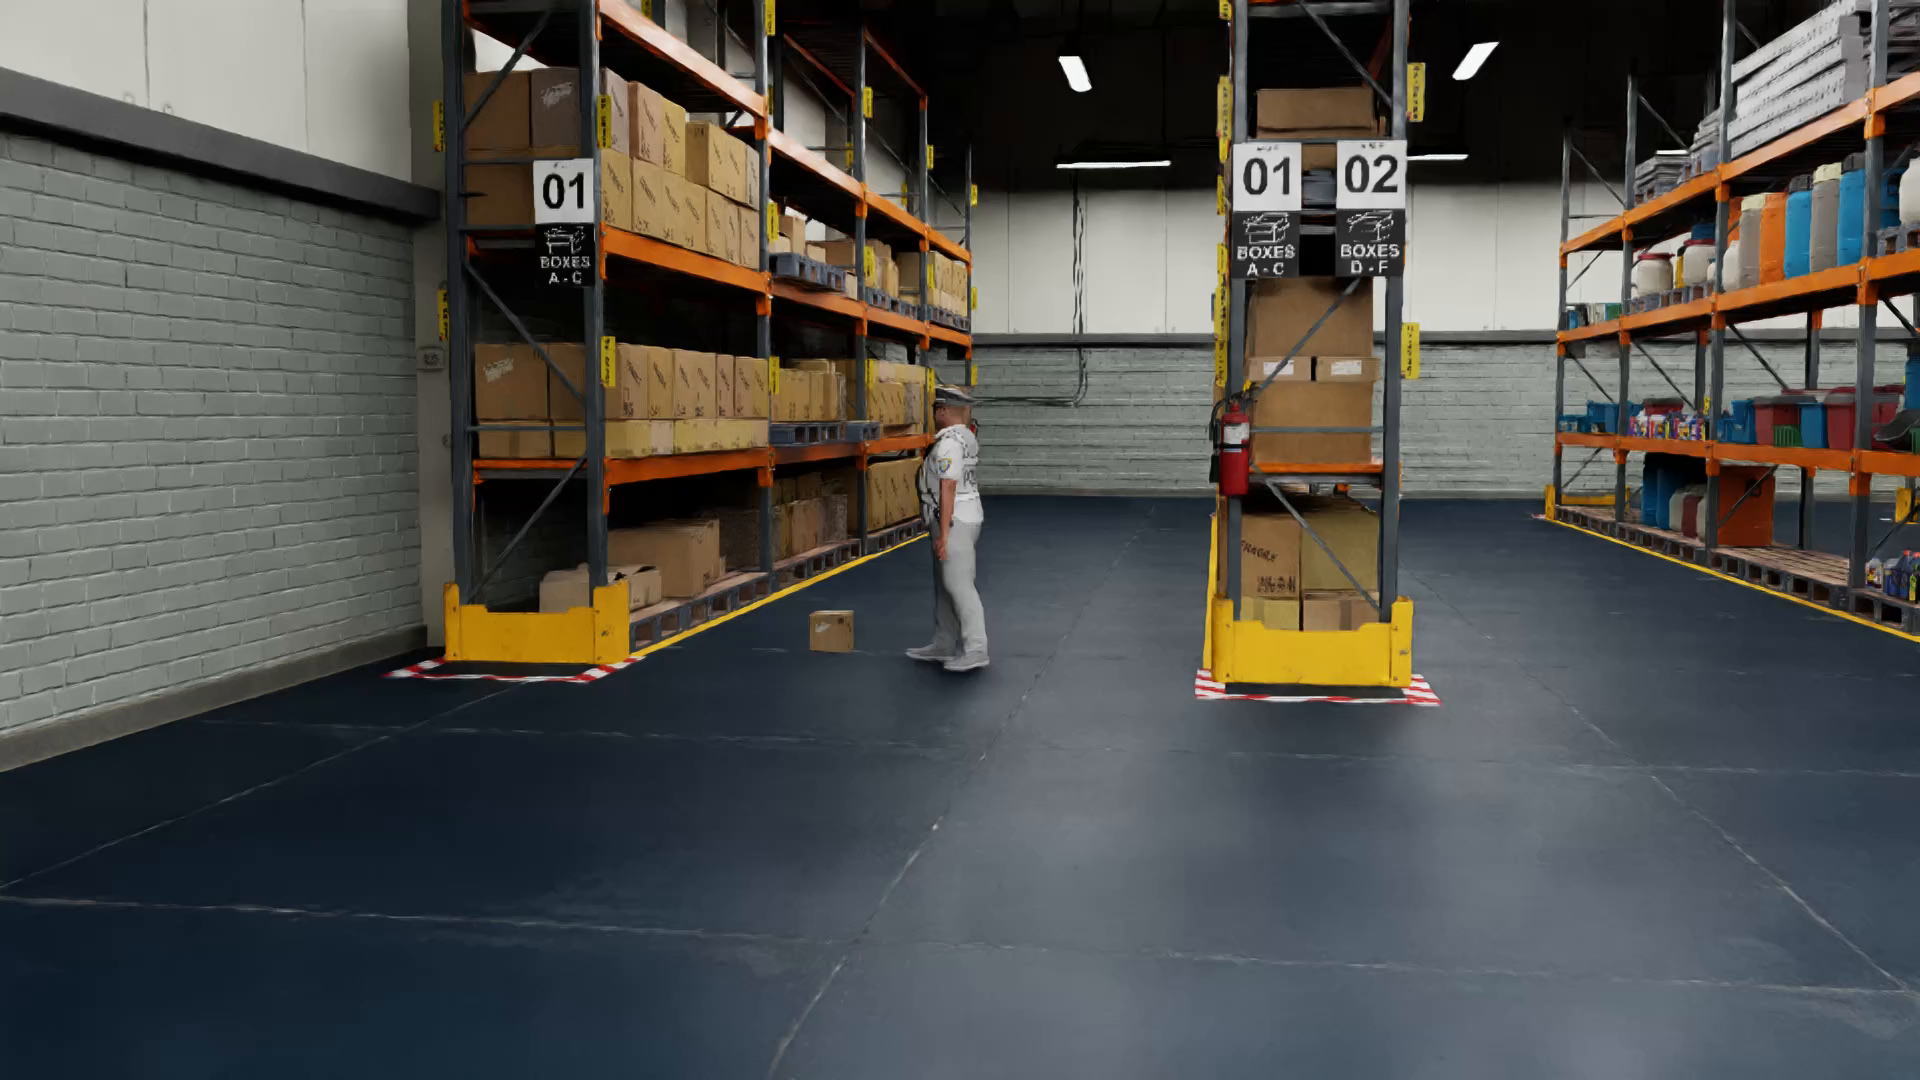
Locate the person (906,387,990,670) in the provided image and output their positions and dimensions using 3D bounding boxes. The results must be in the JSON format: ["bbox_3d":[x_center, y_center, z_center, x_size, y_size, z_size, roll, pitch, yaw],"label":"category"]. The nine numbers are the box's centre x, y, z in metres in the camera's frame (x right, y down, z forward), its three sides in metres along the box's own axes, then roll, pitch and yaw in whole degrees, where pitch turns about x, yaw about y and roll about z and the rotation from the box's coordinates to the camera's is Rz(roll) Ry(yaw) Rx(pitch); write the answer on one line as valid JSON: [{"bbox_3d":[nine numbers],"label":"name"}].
[{"bbox_3d":[-0.080,-0.092,10.516,0.592,1.750,0.717,1,5,10],"label":"person"}]
